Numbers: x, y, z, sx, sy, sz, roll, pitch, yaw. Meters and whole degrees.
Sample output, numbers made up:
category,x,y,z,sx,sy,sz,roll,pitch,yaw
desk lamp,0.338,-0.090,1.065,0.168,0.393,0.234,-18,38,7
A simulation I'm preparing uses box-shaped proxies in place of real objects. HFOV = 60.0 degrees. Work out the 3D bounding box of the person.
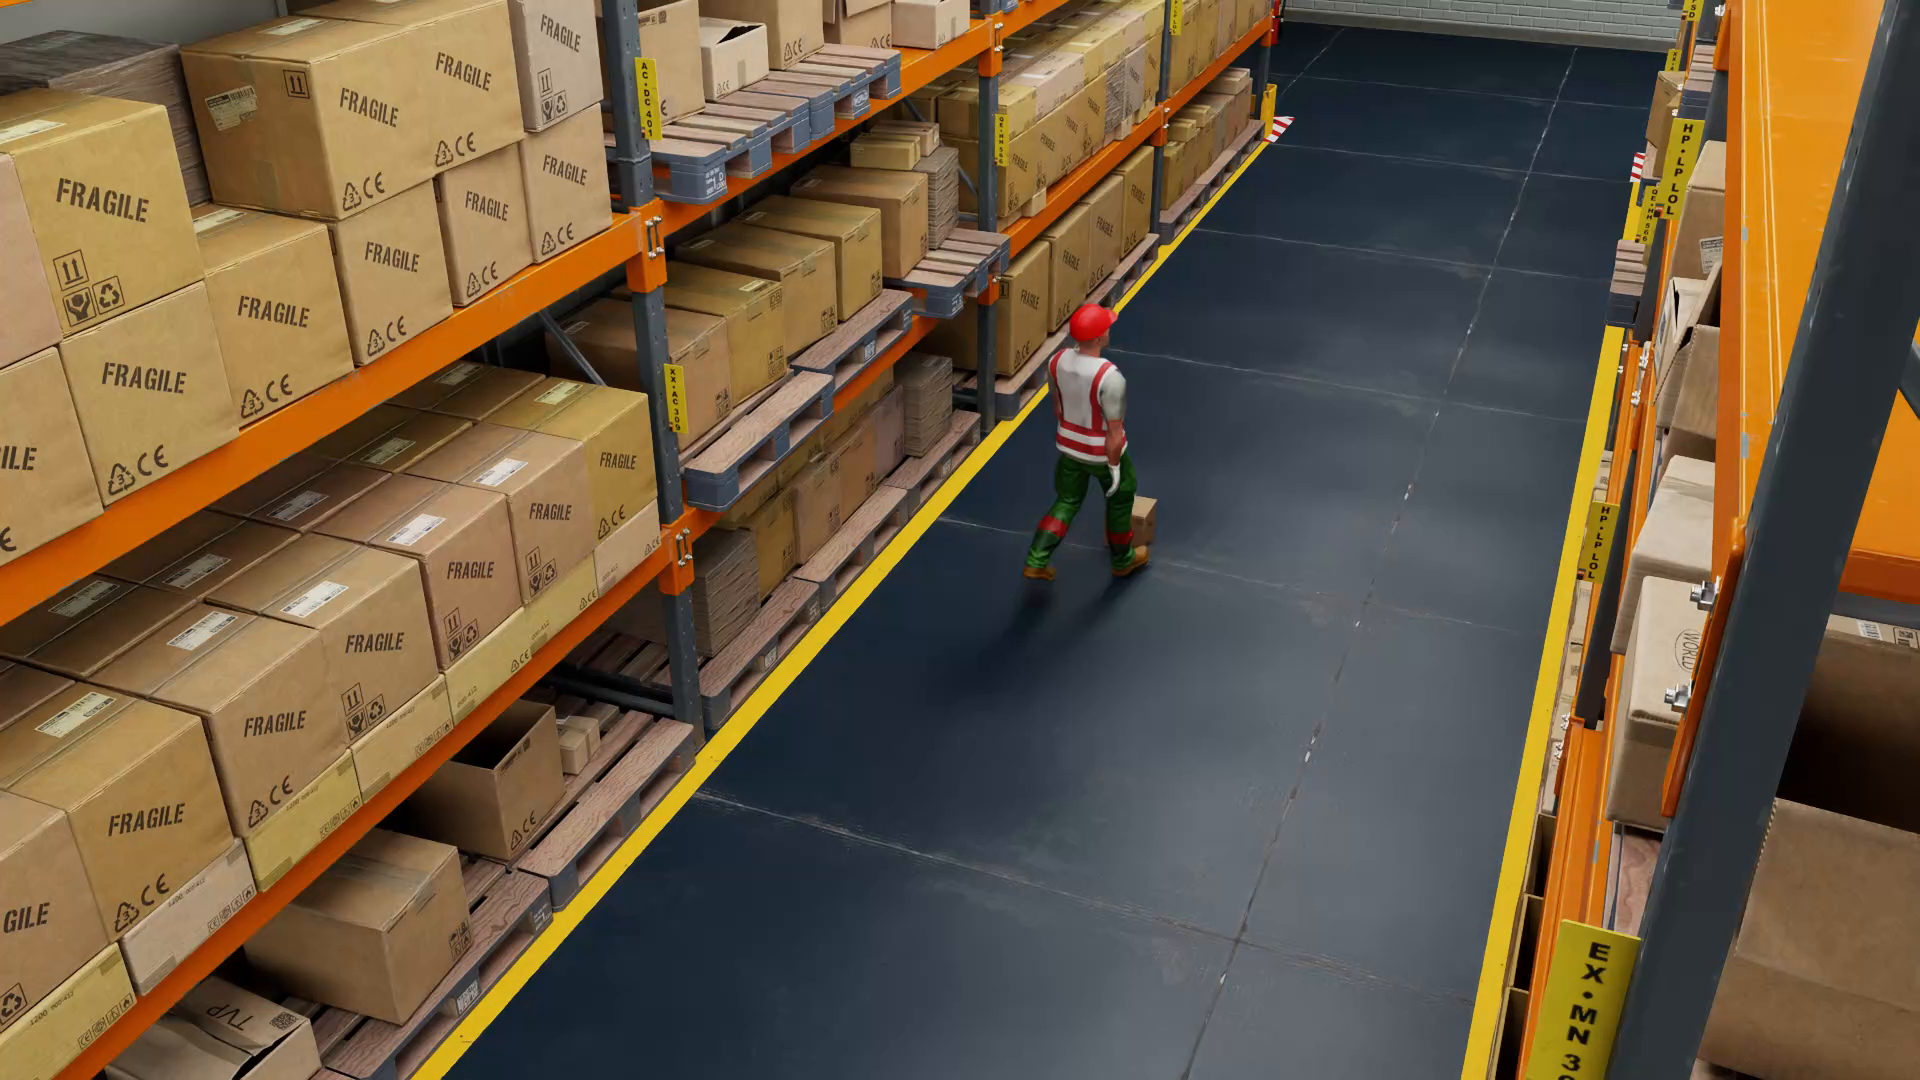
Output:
category,x,y,z,sx,sy,sz,roll,pitch,yaw
person,0.750,-0.530,9.305,0.548,1.766,0.865,21,35,32
